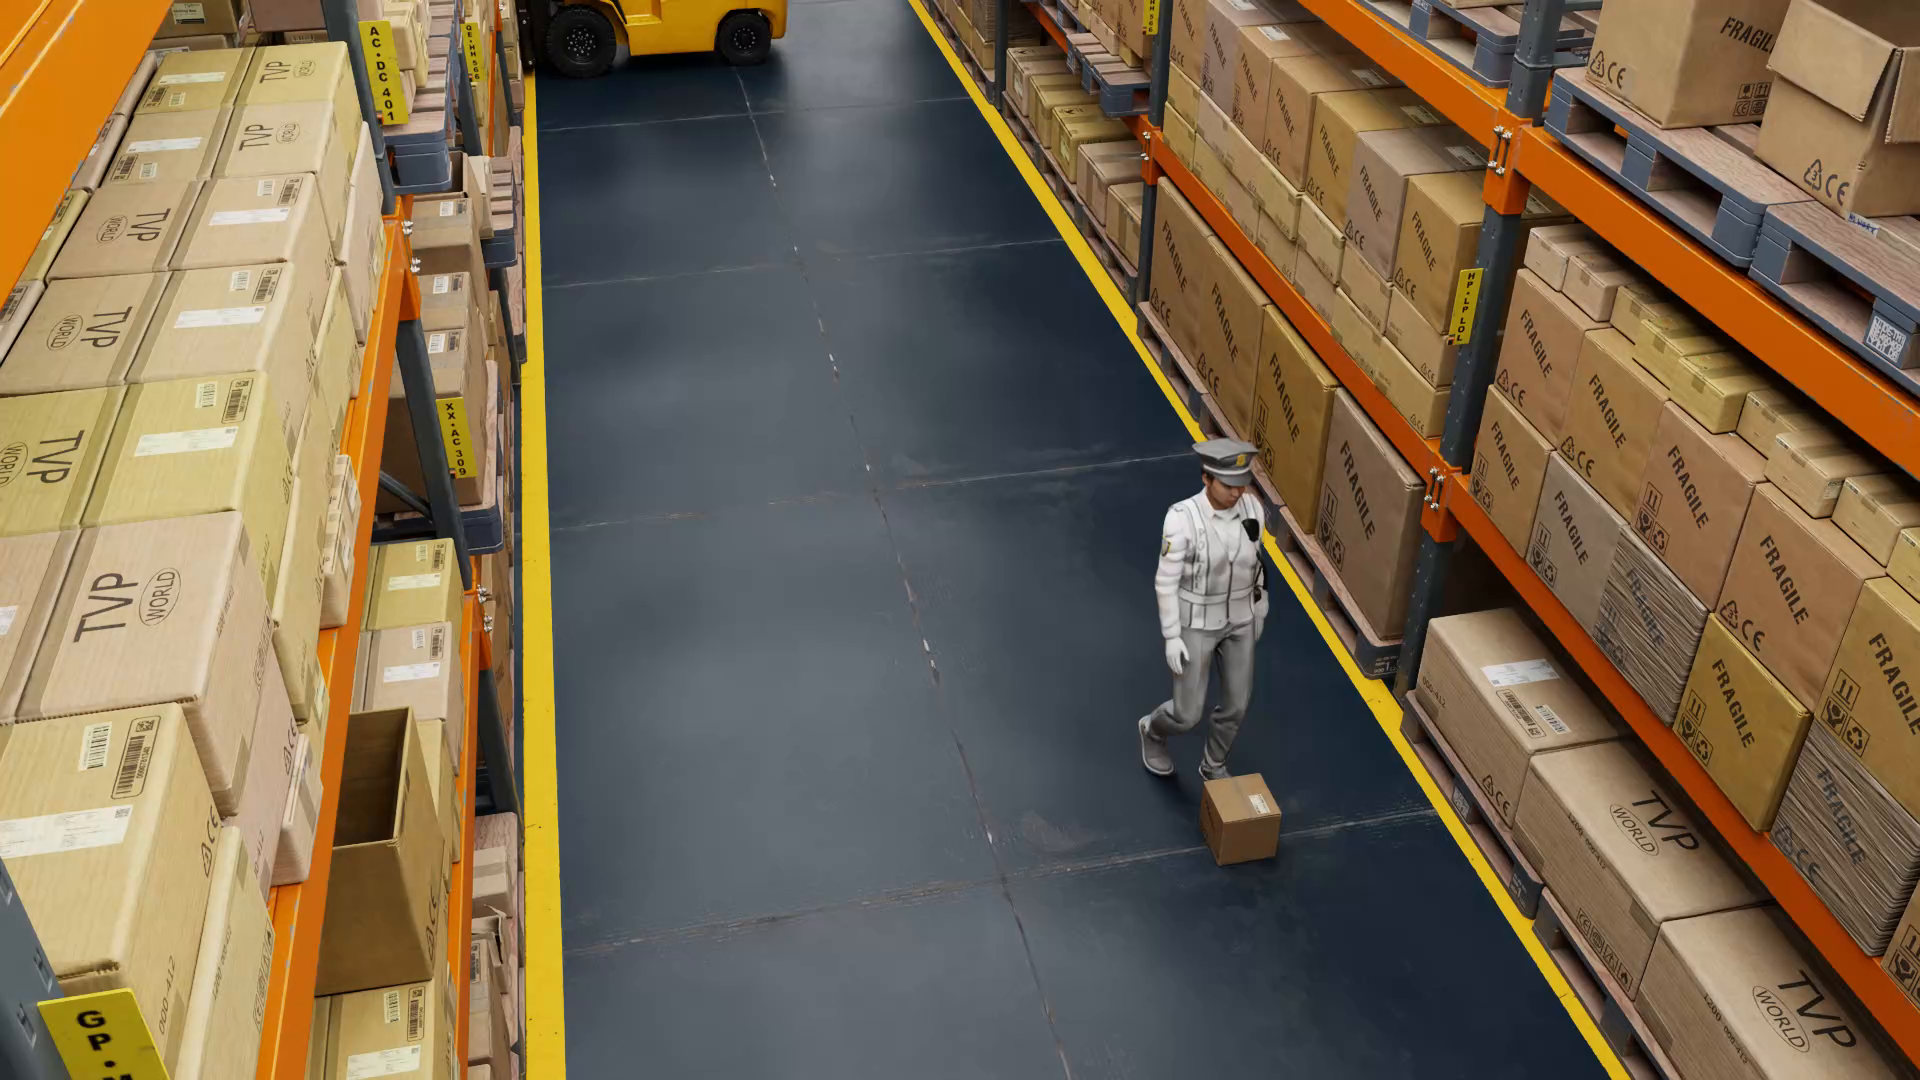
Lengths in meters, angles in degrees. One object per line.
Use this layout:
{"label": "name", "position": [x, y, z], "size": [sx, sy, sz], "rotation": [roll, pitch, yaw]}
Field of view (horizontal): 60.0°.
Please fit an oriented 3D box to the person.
{"label": "person", "position": [1.067, 0.356, 6.851], "size": [0.507, 1.648, 0.512], "rotation": [-12, 36, -16]}
